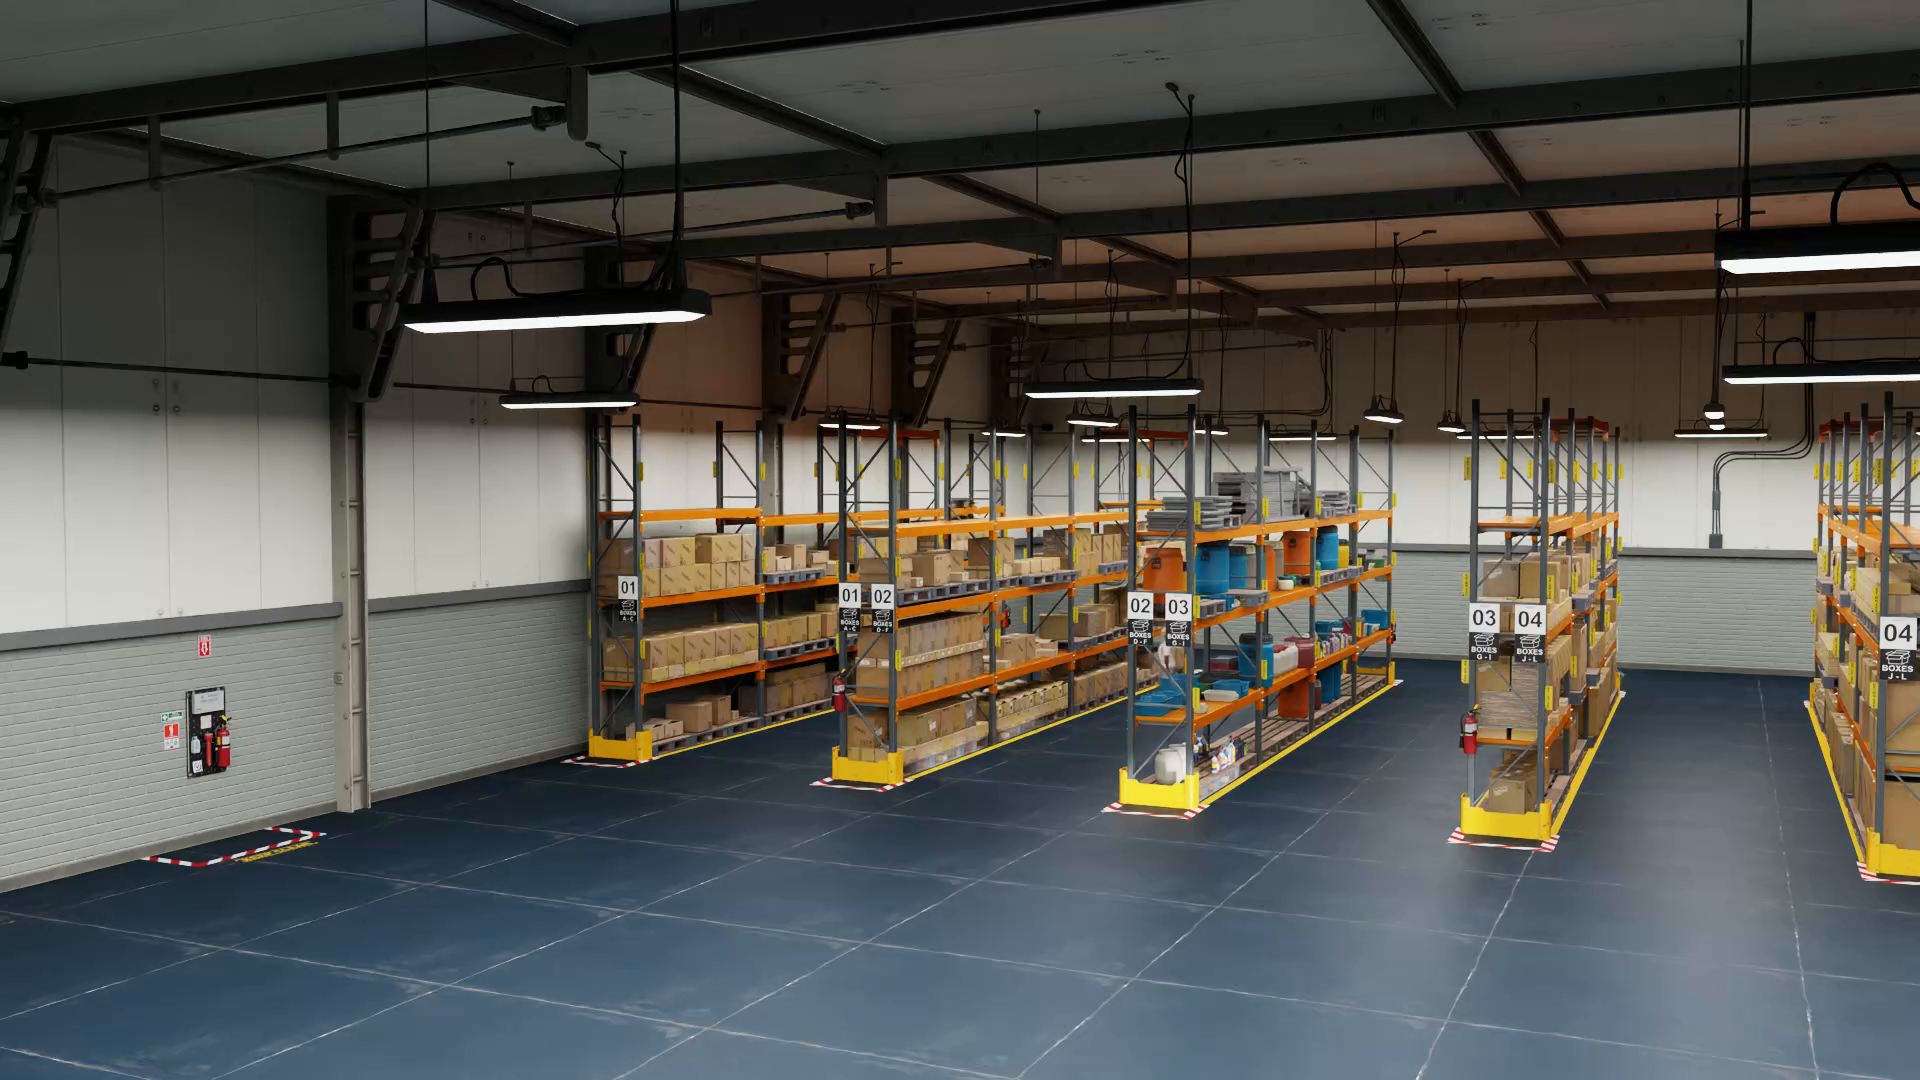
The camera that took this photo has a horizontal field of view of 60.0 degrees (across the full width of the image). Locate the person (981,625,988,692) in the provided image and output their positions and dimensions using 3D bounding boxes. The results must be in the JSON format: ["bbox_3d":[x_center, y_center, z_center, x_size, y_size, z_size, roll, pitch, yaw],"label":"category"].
[{"bbox_3d":[0.459,2.688,36.613,0.389,1.685,0.572,1,2,14],"label":"person"}]

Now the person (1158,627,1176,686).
[{"bbox_3d":[4.338,2.670,34.889,0.414,1.770,0.612,1,2,13],"label":"person"}]

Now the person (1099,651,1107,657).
[{"bbox_3d":[3.490,2.443,41.701,0.457,1.694,0.503,1,2,18],"label":"person"}]
